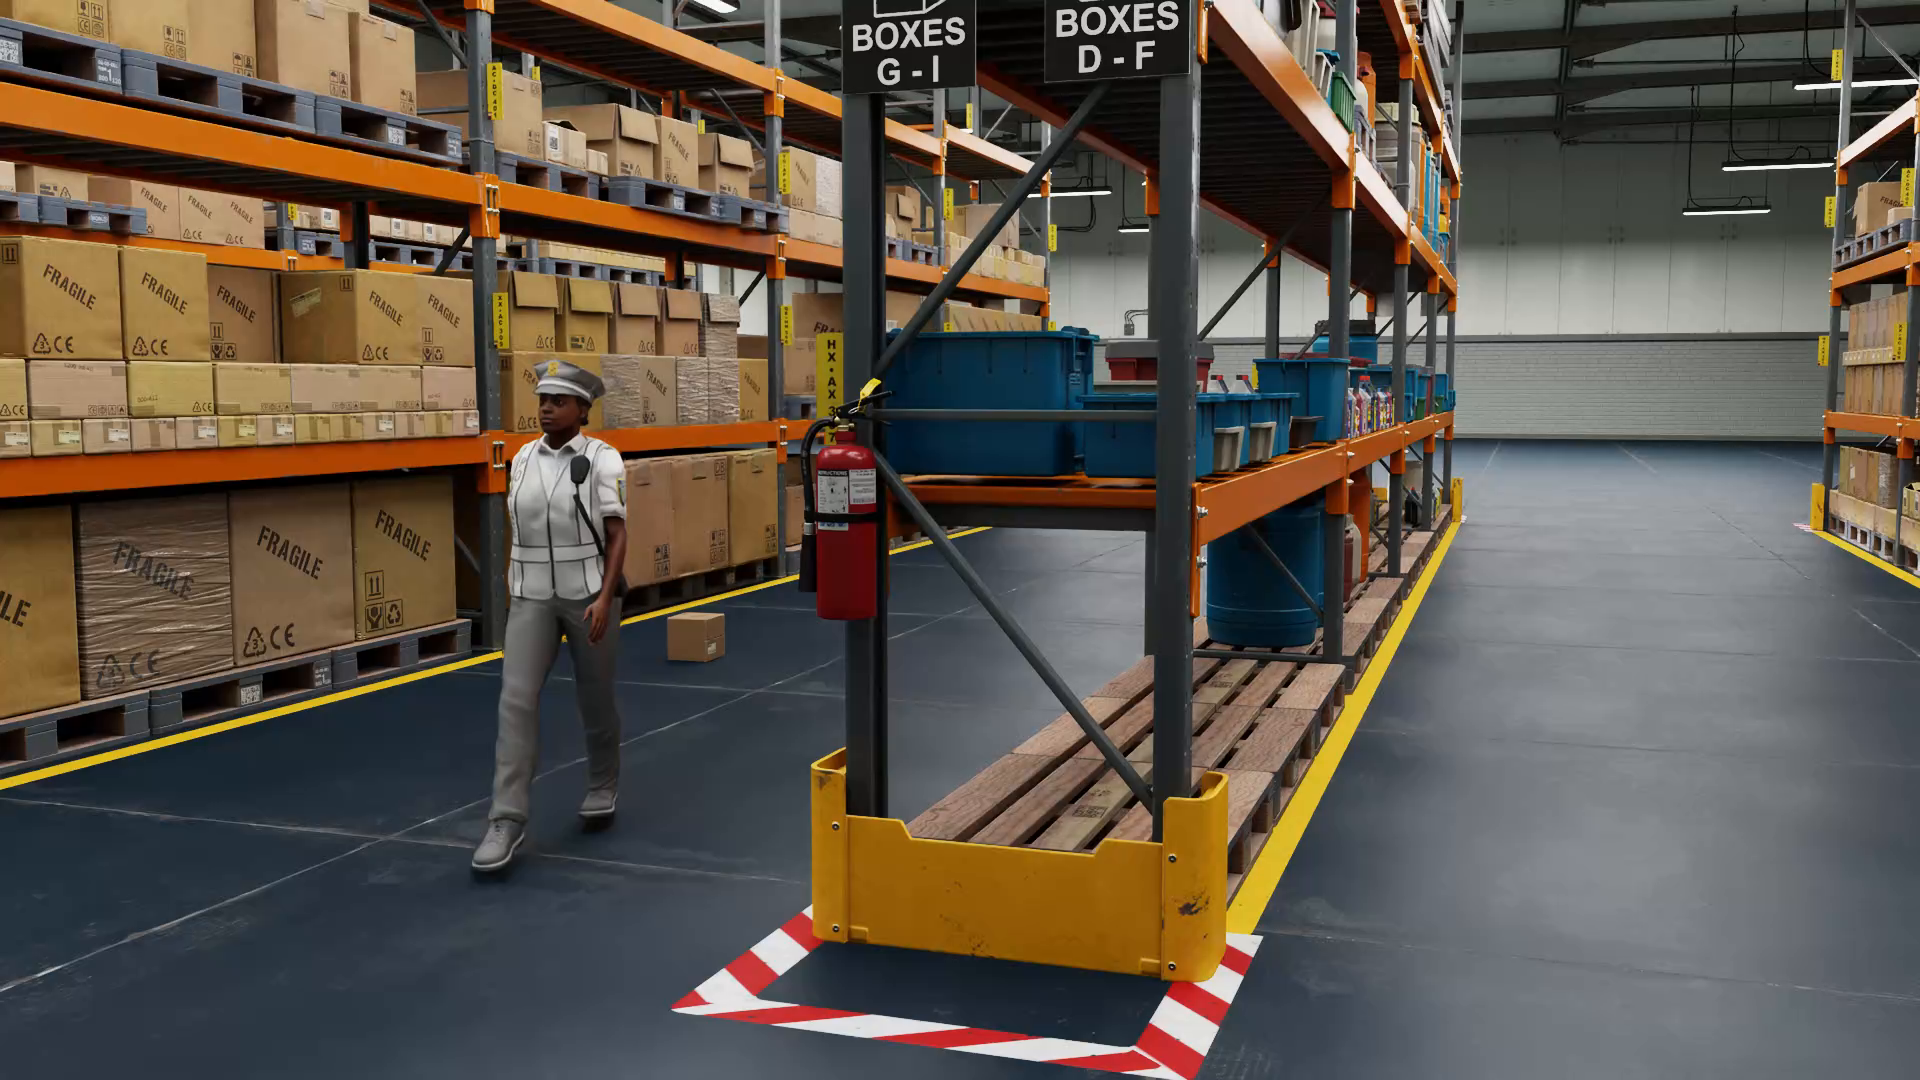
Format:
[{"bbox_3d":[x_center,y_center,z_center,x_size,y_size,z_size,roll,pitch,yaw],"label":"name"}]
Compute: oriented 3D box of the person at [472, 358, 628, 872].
[{"bbox_3d":[-1.369,0.209,5.706,0.449,1.648,0.914,0,5,4],"label":"person"}]
